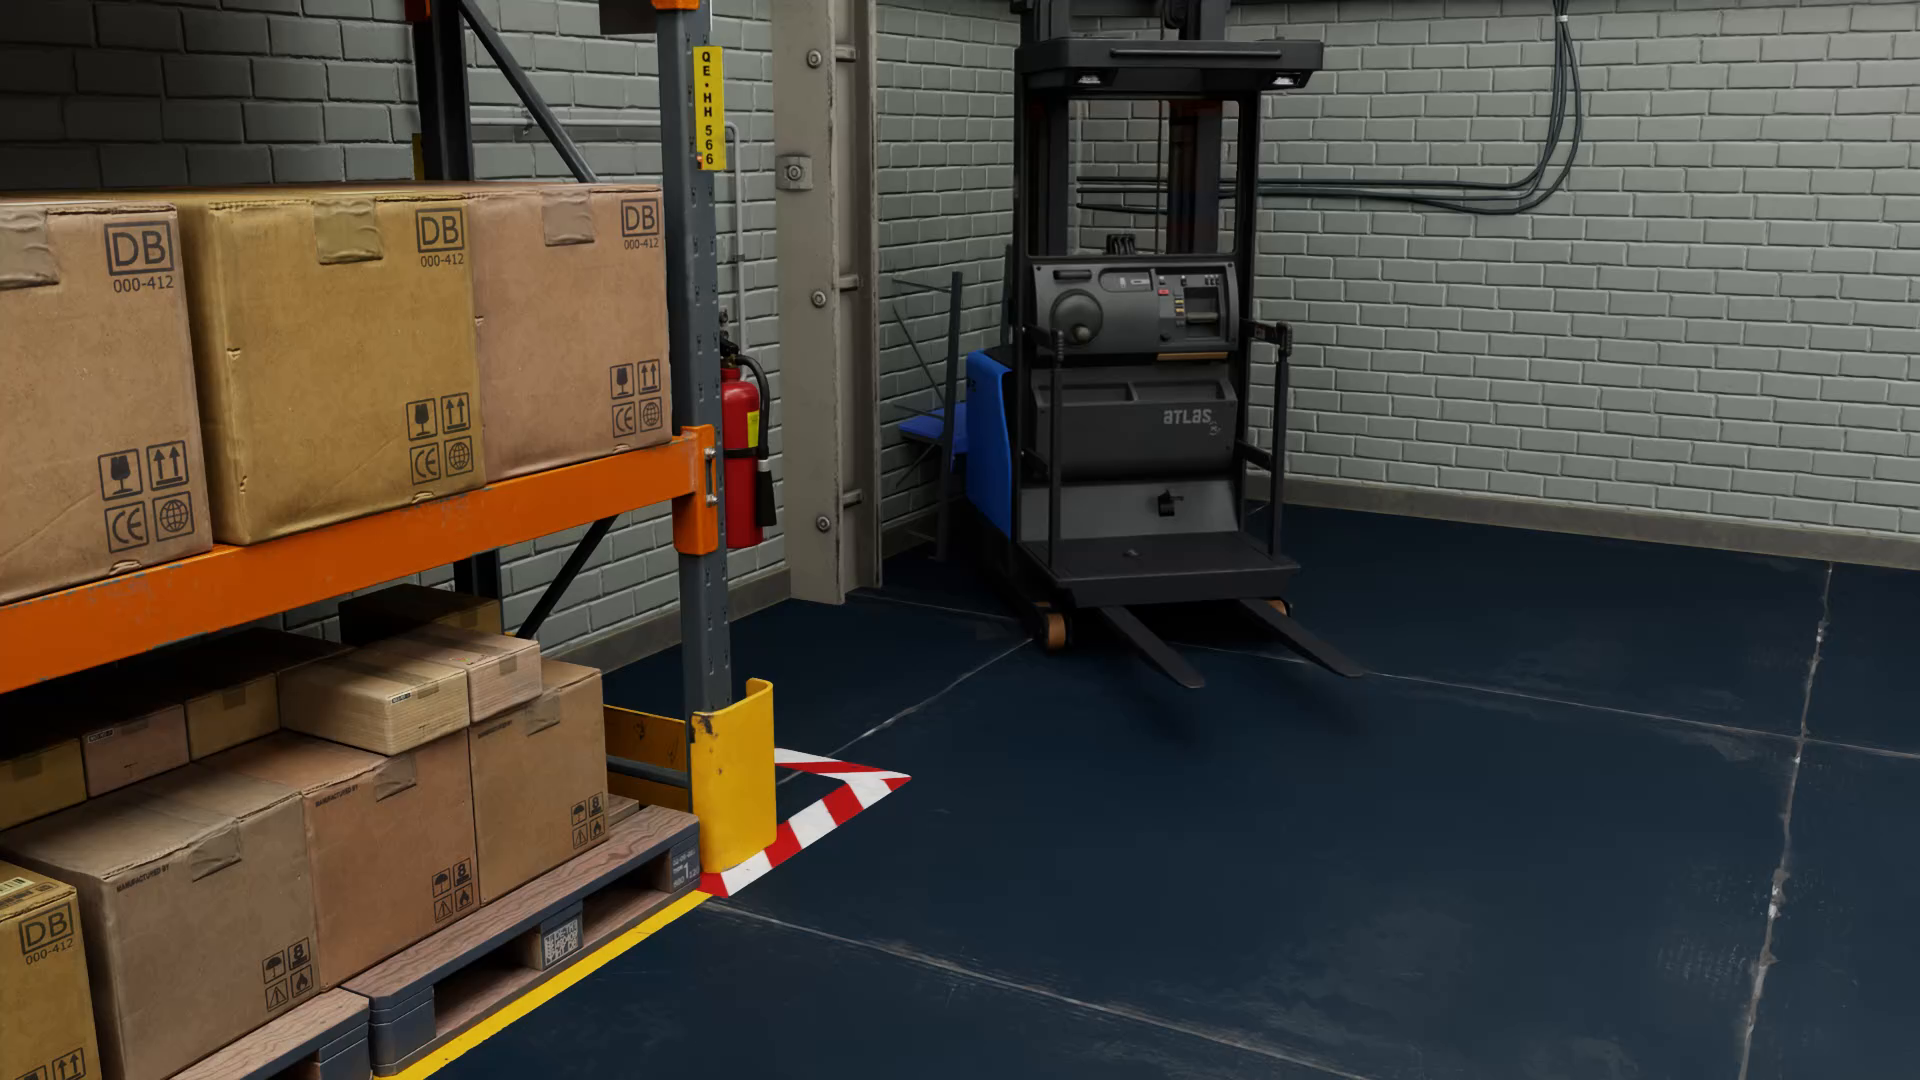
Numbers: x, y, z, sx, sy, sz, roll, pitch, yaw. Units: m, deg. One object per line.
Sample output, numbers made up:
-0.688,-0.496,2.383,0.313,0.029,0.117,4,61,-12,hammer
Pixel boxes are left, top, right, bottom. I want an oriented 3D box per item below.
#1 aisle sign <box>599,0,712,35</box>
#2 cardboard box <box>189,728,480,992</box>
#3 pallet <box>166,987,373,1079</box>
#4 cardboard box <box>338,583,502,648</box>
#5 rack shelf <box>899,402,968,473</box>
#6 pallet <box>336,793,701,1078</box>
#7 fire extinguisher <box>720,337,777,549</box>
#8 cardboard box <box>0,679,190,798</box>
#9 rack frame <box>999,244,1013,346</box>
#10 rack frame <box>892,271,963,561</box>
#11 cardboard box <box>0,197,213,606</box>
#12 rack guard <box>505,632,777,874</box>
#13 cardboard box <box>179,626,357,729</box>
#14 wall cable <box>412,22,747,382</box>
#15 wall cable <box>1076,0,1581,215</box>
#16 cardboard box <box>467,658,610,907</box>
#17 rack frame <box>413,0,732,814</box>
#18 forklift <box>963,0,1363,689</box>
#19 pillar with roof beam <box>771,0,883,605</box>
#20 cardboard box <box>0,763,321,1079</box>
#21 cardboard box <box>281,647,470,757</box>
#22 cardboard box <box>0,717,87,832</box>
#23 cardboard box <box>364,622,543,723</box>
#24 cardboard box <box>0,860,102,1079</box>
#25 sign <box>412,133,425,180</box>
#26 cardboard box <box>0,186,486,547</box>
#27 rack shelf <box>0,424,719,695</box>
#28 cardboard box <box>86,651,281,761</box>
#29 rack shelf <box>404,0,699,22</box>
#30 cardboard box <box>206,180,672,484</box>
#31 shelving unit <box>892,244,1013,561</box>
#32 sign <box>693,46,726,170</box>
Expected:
-0.855,-1.804,4.571,0.394,0.787,0.004,7,15,28,aisle sign
-1.645,0.709,4.131,0.700,0.500,0.500,7,15,28,cardboard box
-2.061,1.218,3.531,1.003,0.211,1.213,7,15,28,pallet
-1.518,0.242,4.681,0.380,0.149,0.250,7,15,28,cardboard box
0.080,-0.589,8.953,0.538,0.185,1.000,17,22,36,rack shelf
-1.471,0.969,4.565,1.003,0.211,1.213,7,15,28,pallet
-0.676,-0.320,4.920,0.296,0.674,0.183,7,15,28,fire extinguisher
-2.006,0.450,3.820,0.380,0.149,0.250,8,16,29,cardboard box
0.413,-0.863,9.277,0.500,1.500,0.032,17,22,36,rack frame
-0.232,-0.657,8.518,0.500,1.500,0.032,17,22,36,rack frame
-2.109,-0.294,3.213,0.980,0.700,0.700,7,15,25,cardboard box
-1.141,0.650,5.269,1.175,0.500,0.348,7,15,28,rack guard
-1.762,0.346,4.250,0.380,0.149,0.250,7,15,28,cardboard box
-1.362,-1.424,6.371,0.084,1.984,1.851,7,15,28,wall cable
1.895,-3.087,9.262,3.097,2.526,0.112,7,15,28,wall cable
-1.403,0.606,4.557,0.700,0.500,0.500,7,15,28,cardboard box
-1.153,-0.560,4.956,1.000,3.000,0.127,7,15,28,rack frame
0.824,-1.046,7.120,1.130,2.935,3.031,-3,14,-12,forklift
3.164,-3.641,4.934,9.100,9.000,0.400,7,15,28,pillar with roof beam
-1.888,0.812,3.703,0.700,0.500,0.500,7,15,26,cardboard box
-1.429,0.390,4.068,0.380,0.149,0.250,8,16,30,cardboard box
-2.129,0.503,3.602,0.380,0.149,0.250,8,15,29,cardboard box
-1.306,0.338,4.286,0.380,0.149,0.250,7,15,27,cardboard box
-2.139,0.922,3.246,0.700,0.500,0.500,8,16,29,cardboard box
-1.635,-1.083,5.111,0.100,0.325,0.005,7,15,28,sign
-1.732,-0.449,3.858,0.980,0.700,0.700,7,15,28,cardboard box
-2.119,0.200,3.338,1.077,0.370,4.000,7,15,28,rack shelf
-1.884,0.398,4.037,0.380,0.149,0.250,8,15,29,cardboard box
-2.119,-1.258,2.987,1.077,0.370,4.000,7,15,28,rack shelf
-1.390,-0.600,4.482,0.980,0.700,0.700,8,16,31,cardboard box
0.091,-0.760,8.897,0.538,1.500,1.048,17,22,36,shelving unit
-0.684,-1.174,4.526,0.100,0.325,0.005,7,15,28,sign
